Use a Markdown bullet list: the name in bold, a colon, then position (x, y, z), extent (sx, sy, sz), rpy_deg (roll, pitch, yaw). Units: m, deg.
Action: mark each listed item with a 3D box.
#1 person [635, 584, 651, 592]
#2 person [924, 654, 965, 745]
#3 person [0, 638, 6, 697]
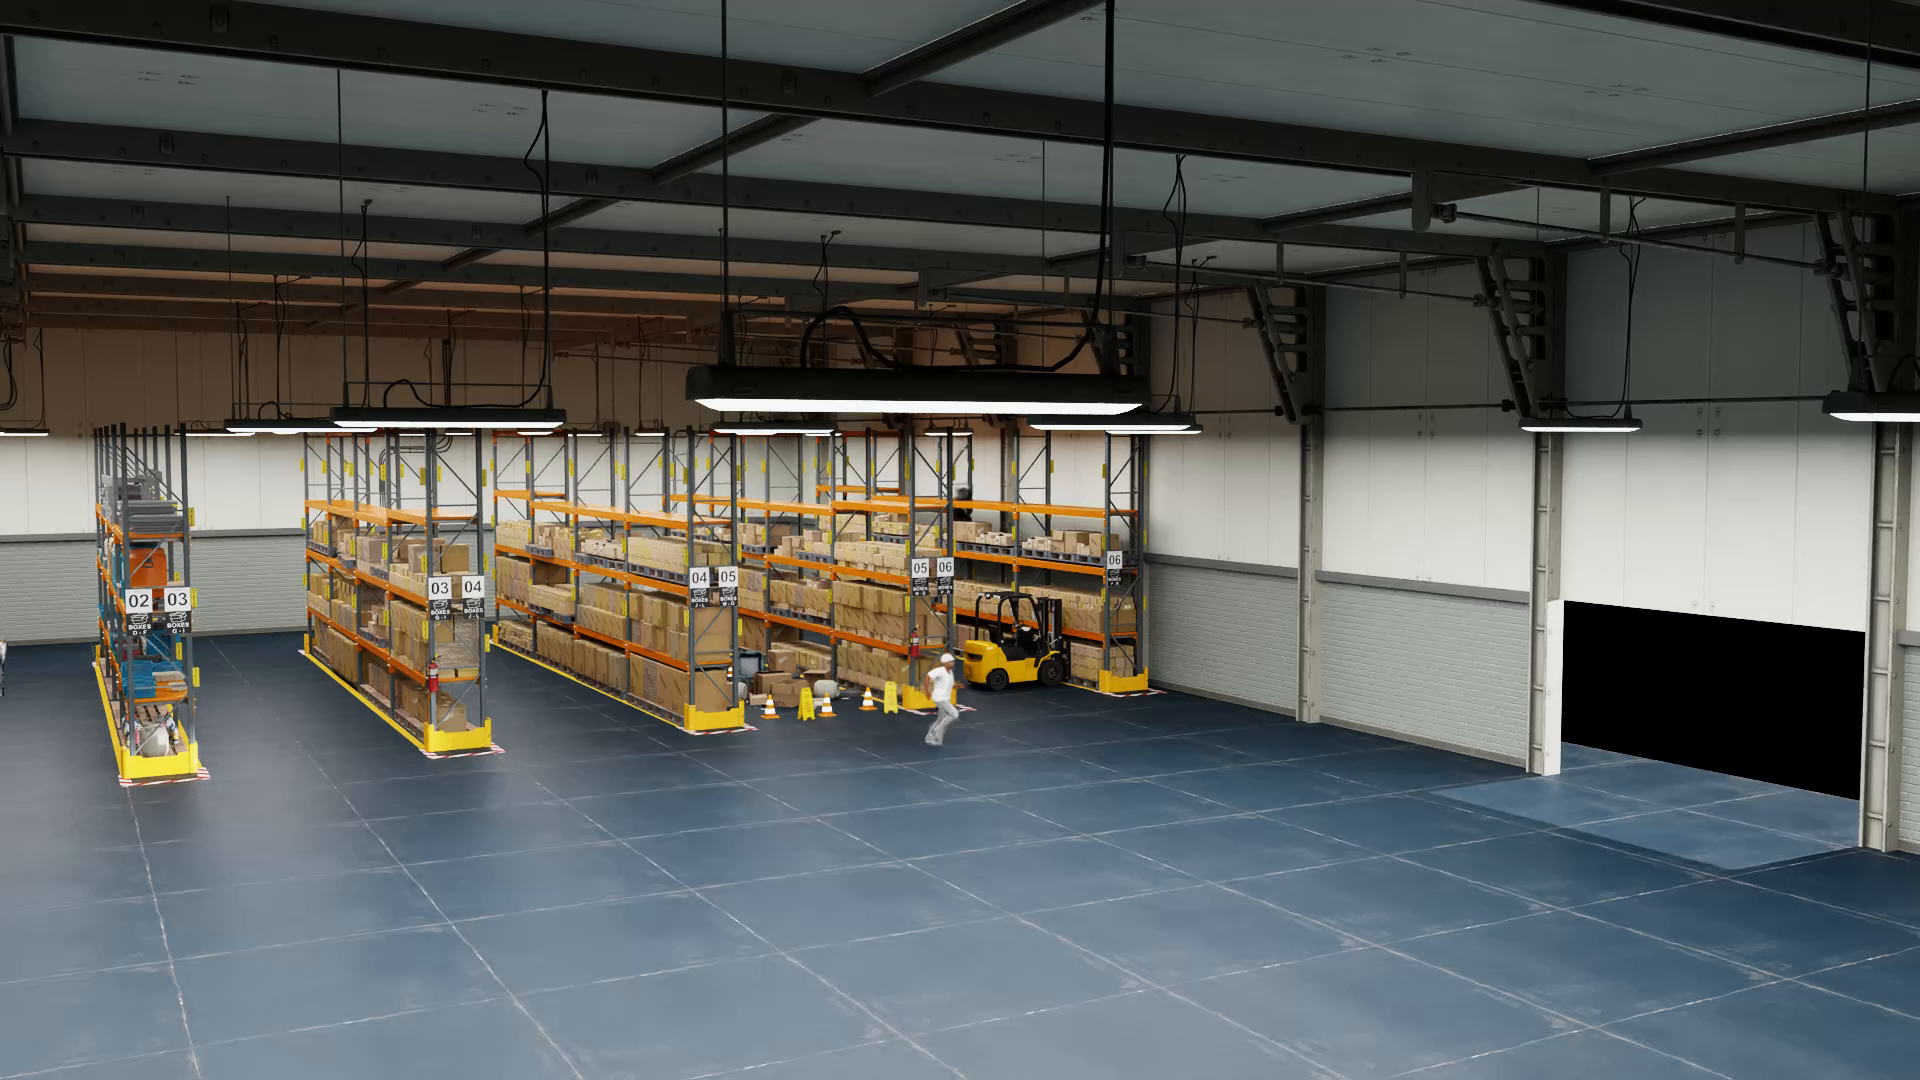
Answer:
- **person**: position (-9.730, 1.857, 50.389), extent (0.546, 1.622, 0.593), rpy_deg (-3, 5, -43)
- **person**: position (-0.286, 2.973, 30.937), extent (0.745, 1.707, 0.744), rpy_deg (1, 4, 21)
- **person**: position (-21.306, 2.668, 36.594), extent (0.616, 1.673, 0.612), rpy_deg (-3, 4, -37)
